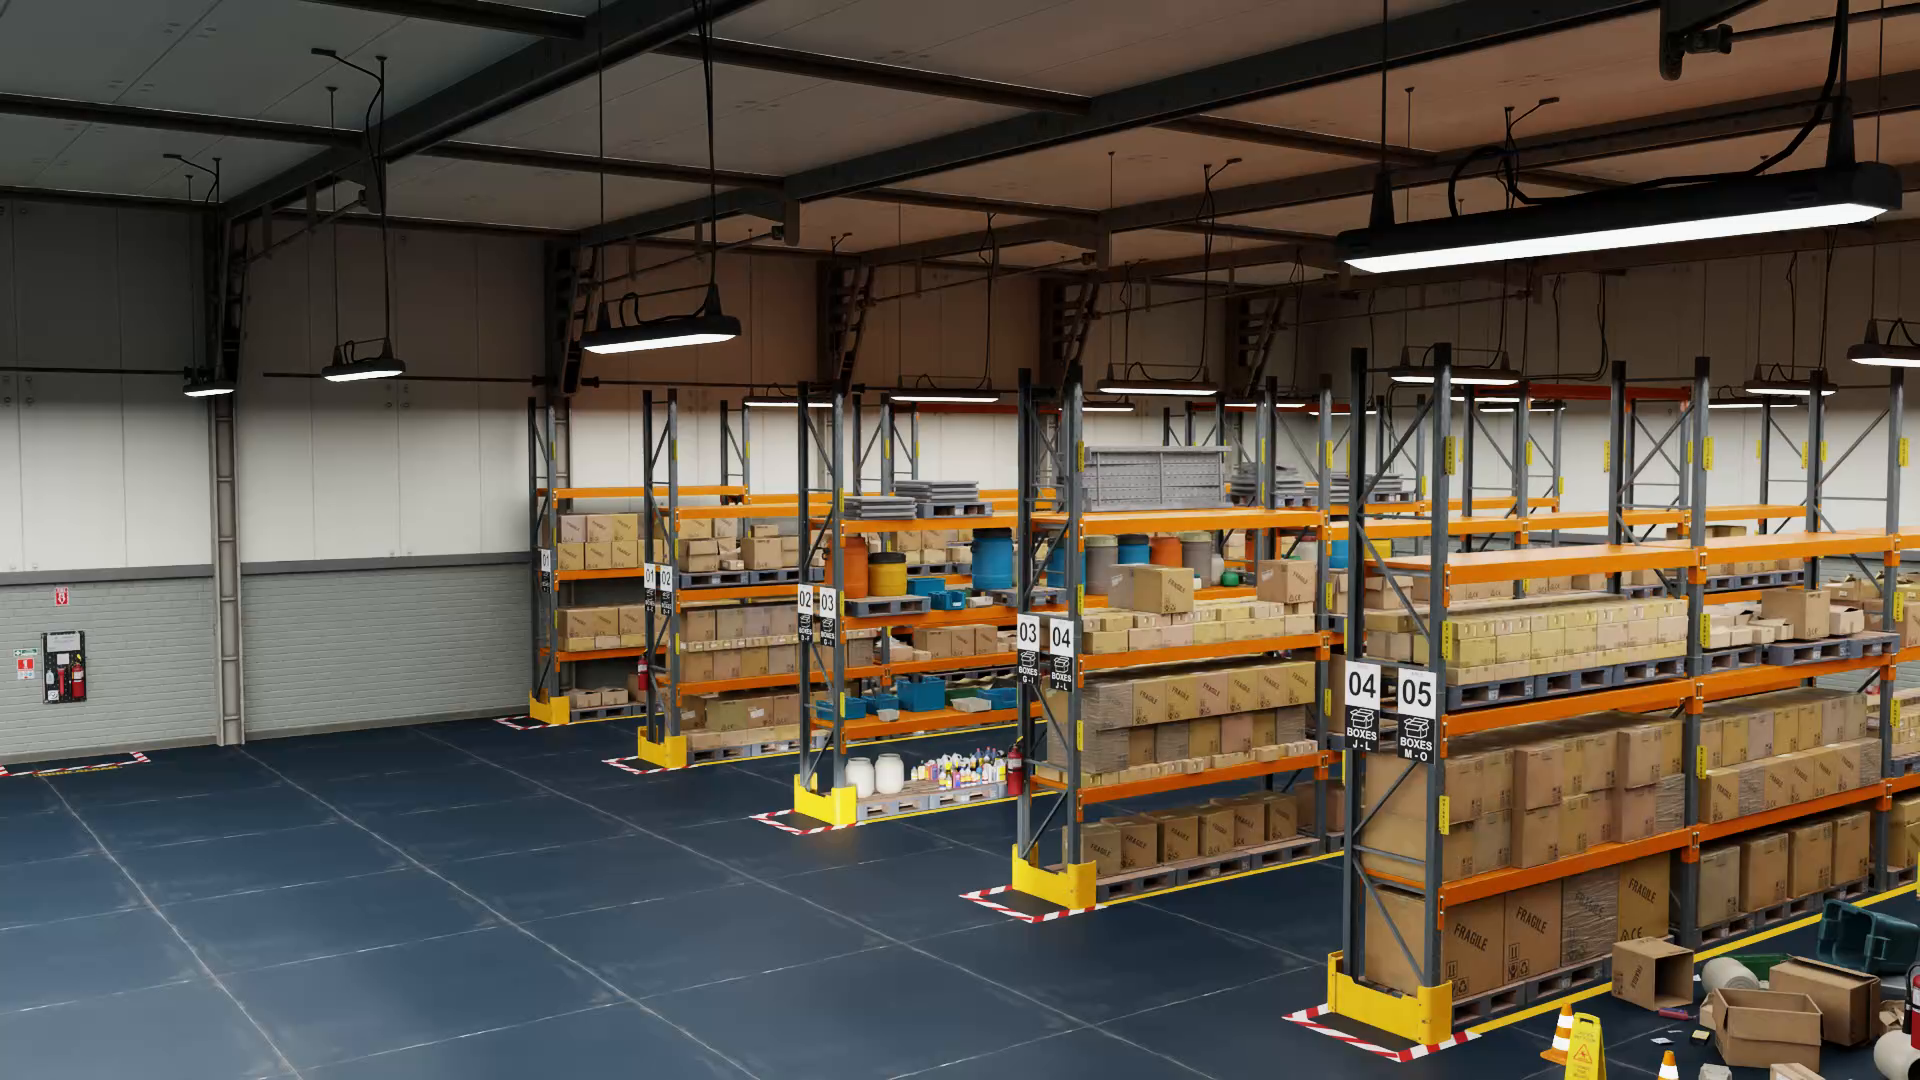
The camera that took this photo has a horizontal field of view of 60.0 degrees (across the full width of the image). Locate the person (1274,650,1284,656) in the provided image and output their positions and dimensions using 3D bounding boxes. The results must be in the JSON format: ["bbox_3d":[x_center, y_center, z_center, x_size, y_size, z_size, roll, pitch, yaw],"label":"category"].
[{"bbox_3d":[6.034,2.385,32.044,0.549,1.770,0.429,-1,4,-21],"label":"person"}]

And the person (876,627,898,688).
[{"bbox_3d":[-1.413,2.429,31.279,0.407,1.767,0.629,3,4,38],"label":"person"}]

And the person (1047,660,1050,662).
[{"bbox_3d":[1.775,2.096,35.259,0.475,1.578,0.900,3,5,44],"label":"person"}]

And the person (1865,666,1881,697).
[{"bbox_3d":[14.862,2.675,26.947,0.627,1.800,0.381,-2,4,-30],"label":"person"}]
